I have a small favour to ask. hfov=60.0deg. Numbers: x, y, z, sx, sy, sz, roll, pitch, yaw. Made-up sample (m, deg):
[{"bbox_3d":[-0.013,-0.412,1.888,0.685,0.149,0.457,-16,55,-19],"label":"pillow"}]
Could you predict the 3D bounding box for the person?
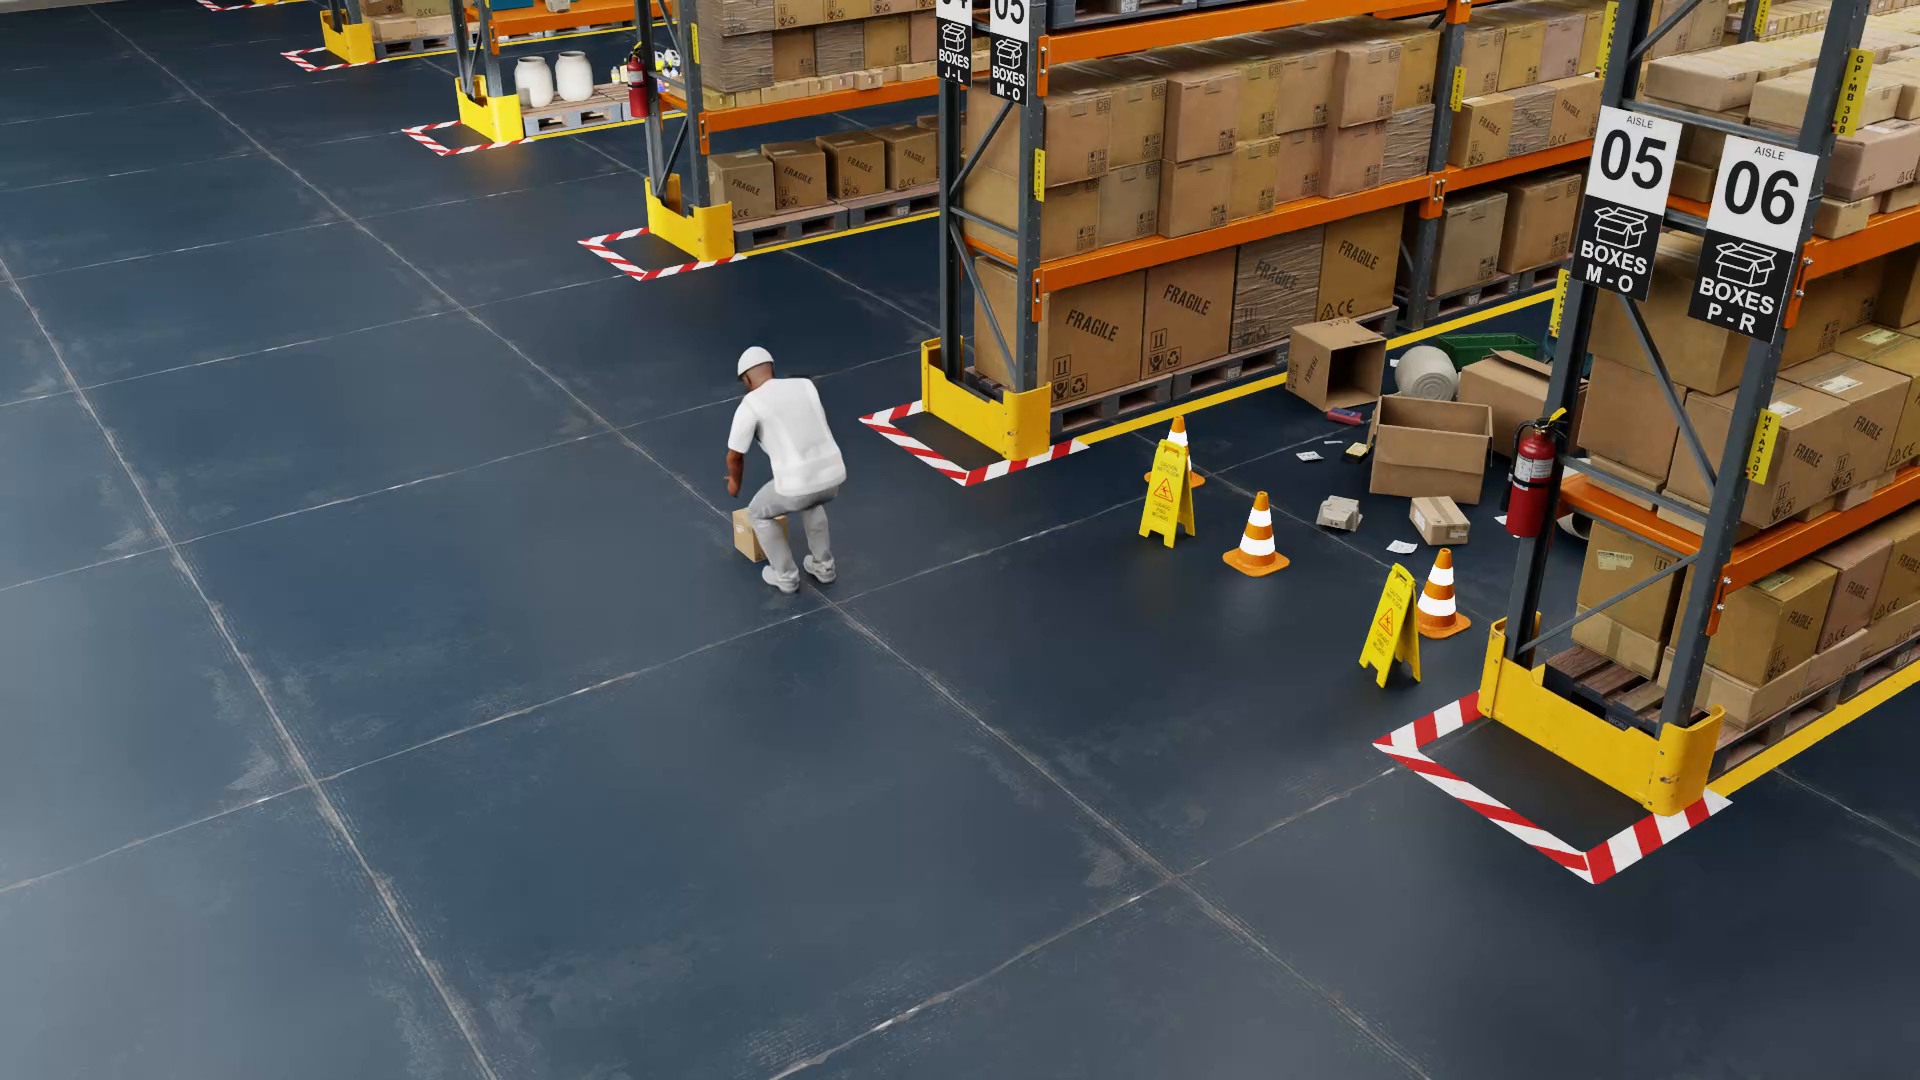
[{"bbox_3d":[-1.027,-0.391,9.708,0.631,1.399,0.756,-19,34,-30],"label":"person"}]
